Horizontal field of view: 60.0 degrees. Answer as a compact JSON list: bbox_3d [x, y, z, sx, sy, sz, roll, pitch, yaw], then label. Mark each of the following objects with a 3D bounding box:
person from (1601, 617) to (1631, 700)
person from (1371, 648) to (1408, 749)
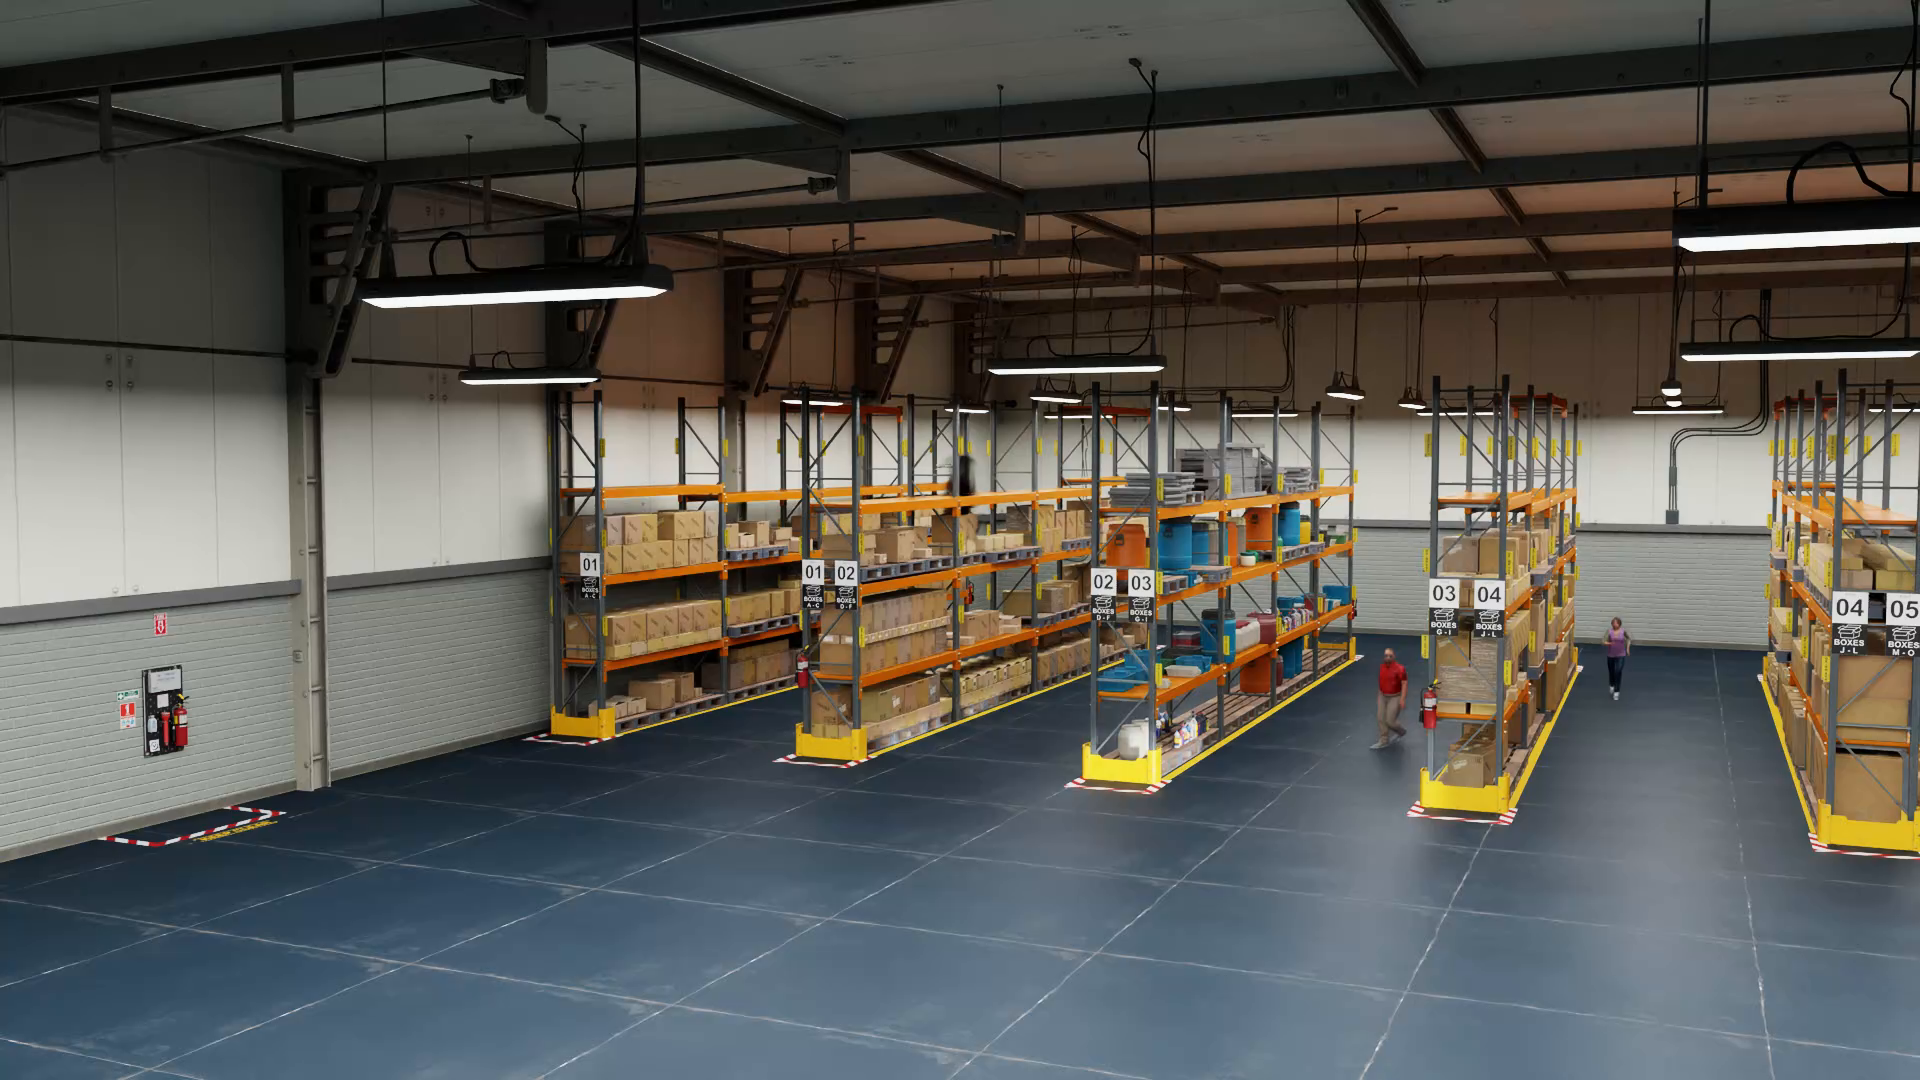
[{"bbox_3d":[13.126,2.339,33.287,0.539,1.609,0.861,1,3,22],"label":"person"},{"bbox_3d":[7.179,2.622,27.475,0.551,1.696,0.611,-2,4,-32],"label":"person"}]
